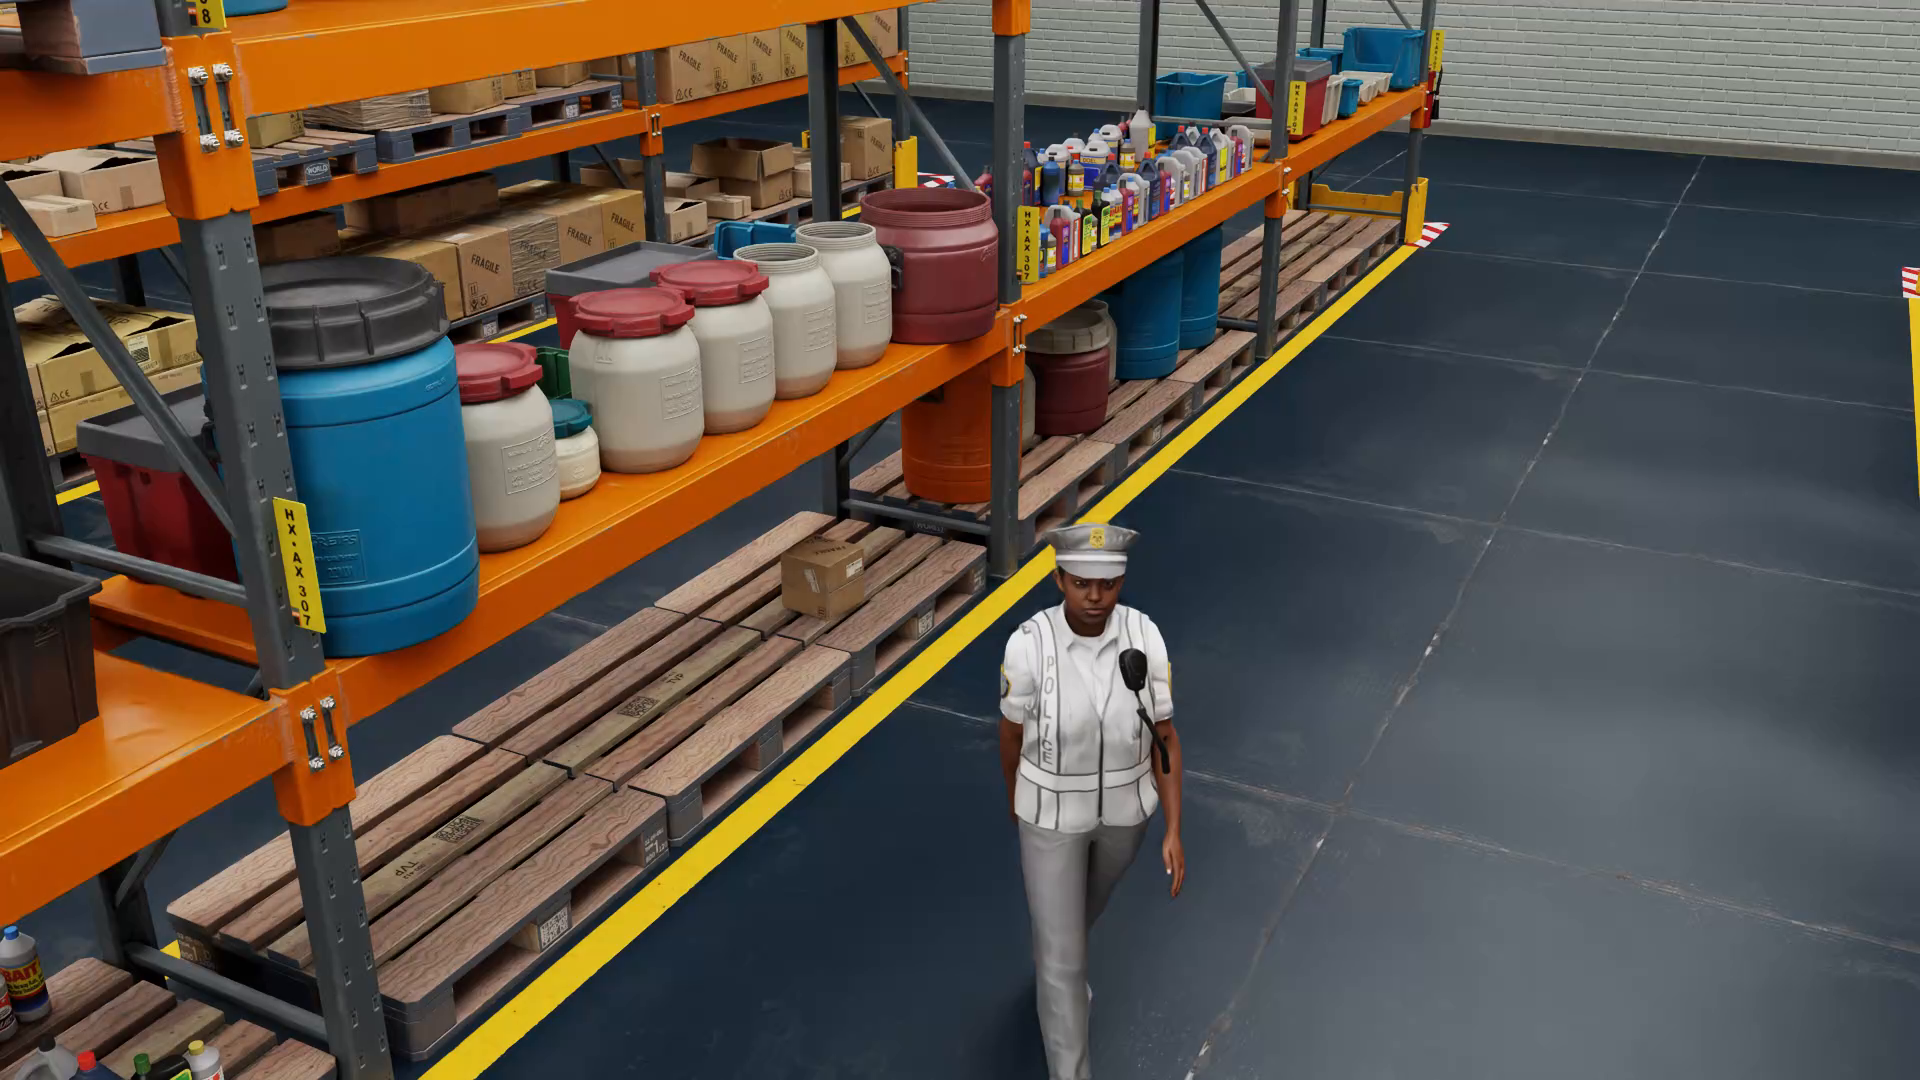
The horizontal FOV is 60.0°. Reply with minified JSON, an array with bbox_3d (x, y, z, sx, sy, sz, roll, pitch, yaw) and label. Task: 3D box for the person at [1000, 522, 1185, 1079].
[{"bbox_3d":[0.351,0.715,4.329,0.442,1.634,0.989,-5,23,-12],"label":"person"}]
